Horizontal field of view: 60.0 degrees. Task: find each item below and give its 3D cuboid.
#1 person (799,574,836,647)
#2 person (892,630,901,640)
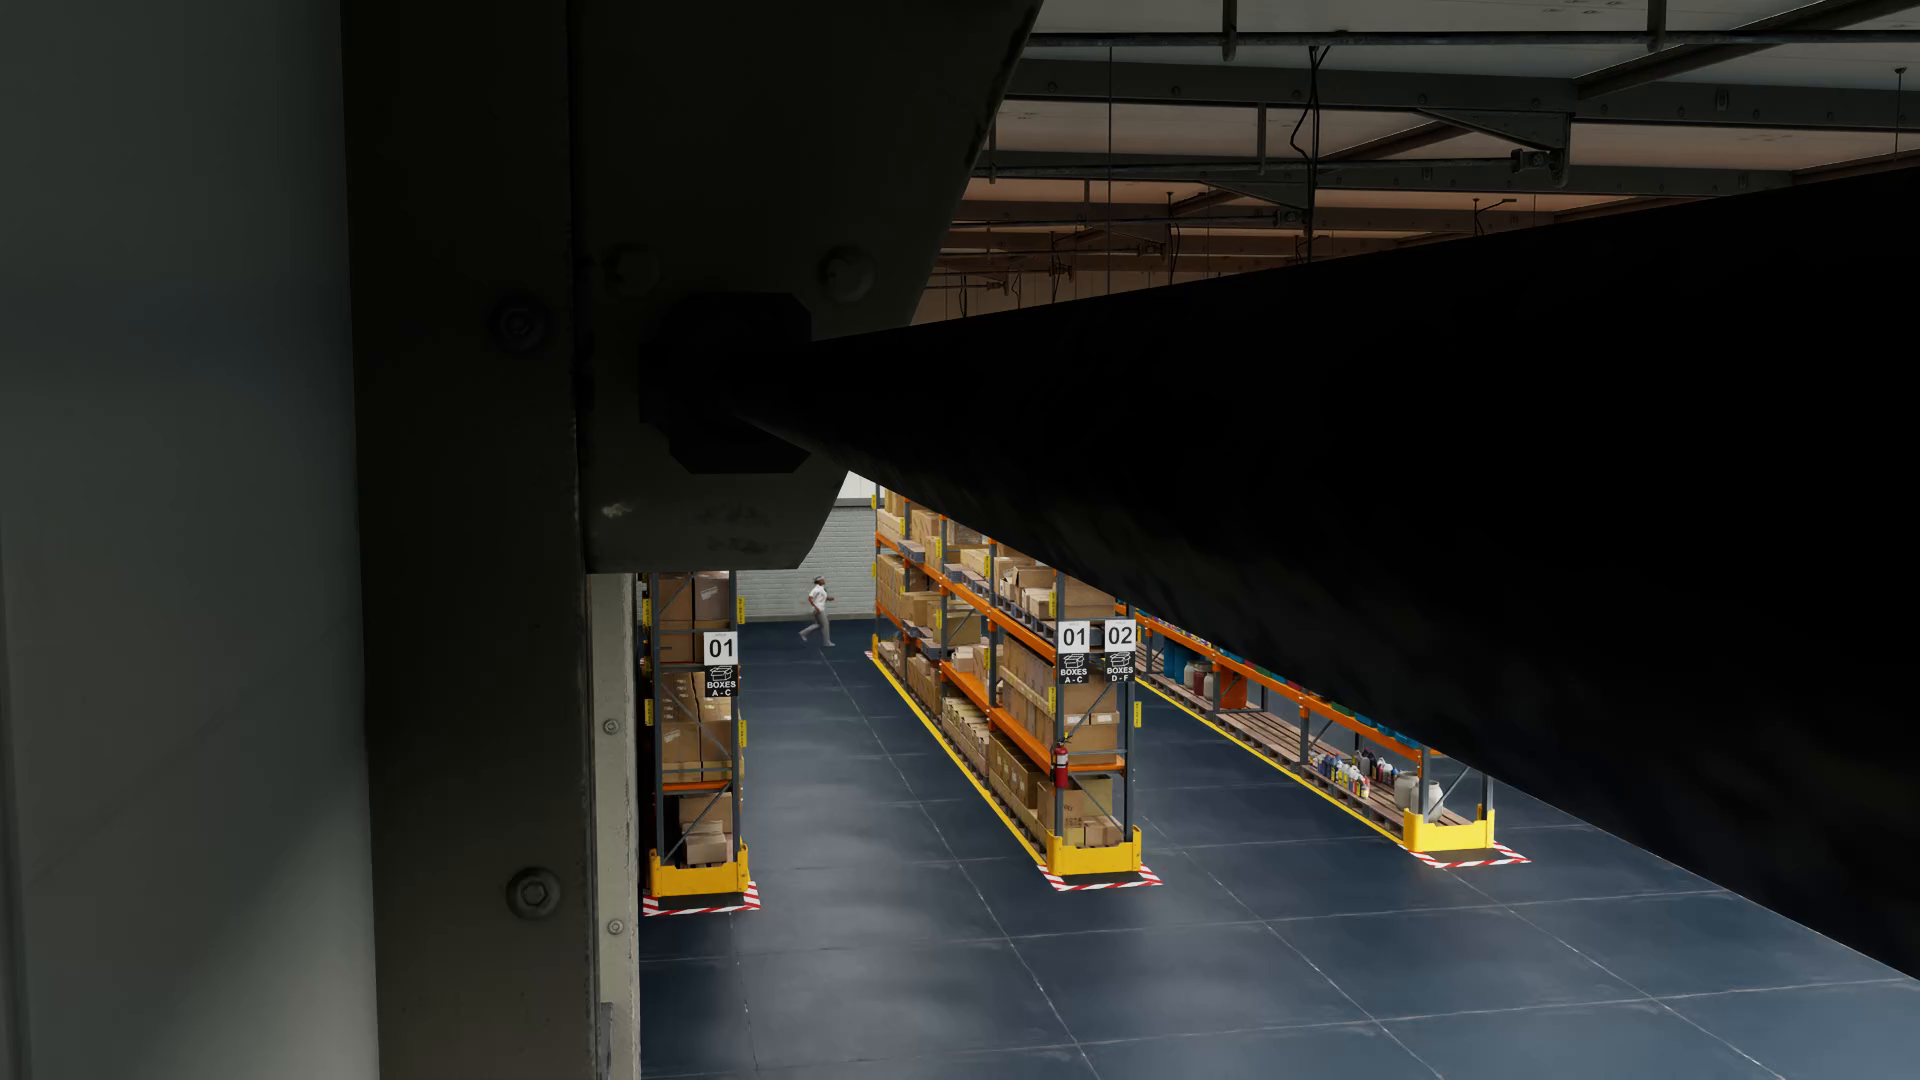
[{"bbox_3d":[-3.254,1.595,37.891,0.858,1.674,0.564,0,6,-2],"label":"person"},{"bbox_3d":[-1.035,1.574,37.625,1.023,1.729,0.722,1,6,5],"label":"person"}]
